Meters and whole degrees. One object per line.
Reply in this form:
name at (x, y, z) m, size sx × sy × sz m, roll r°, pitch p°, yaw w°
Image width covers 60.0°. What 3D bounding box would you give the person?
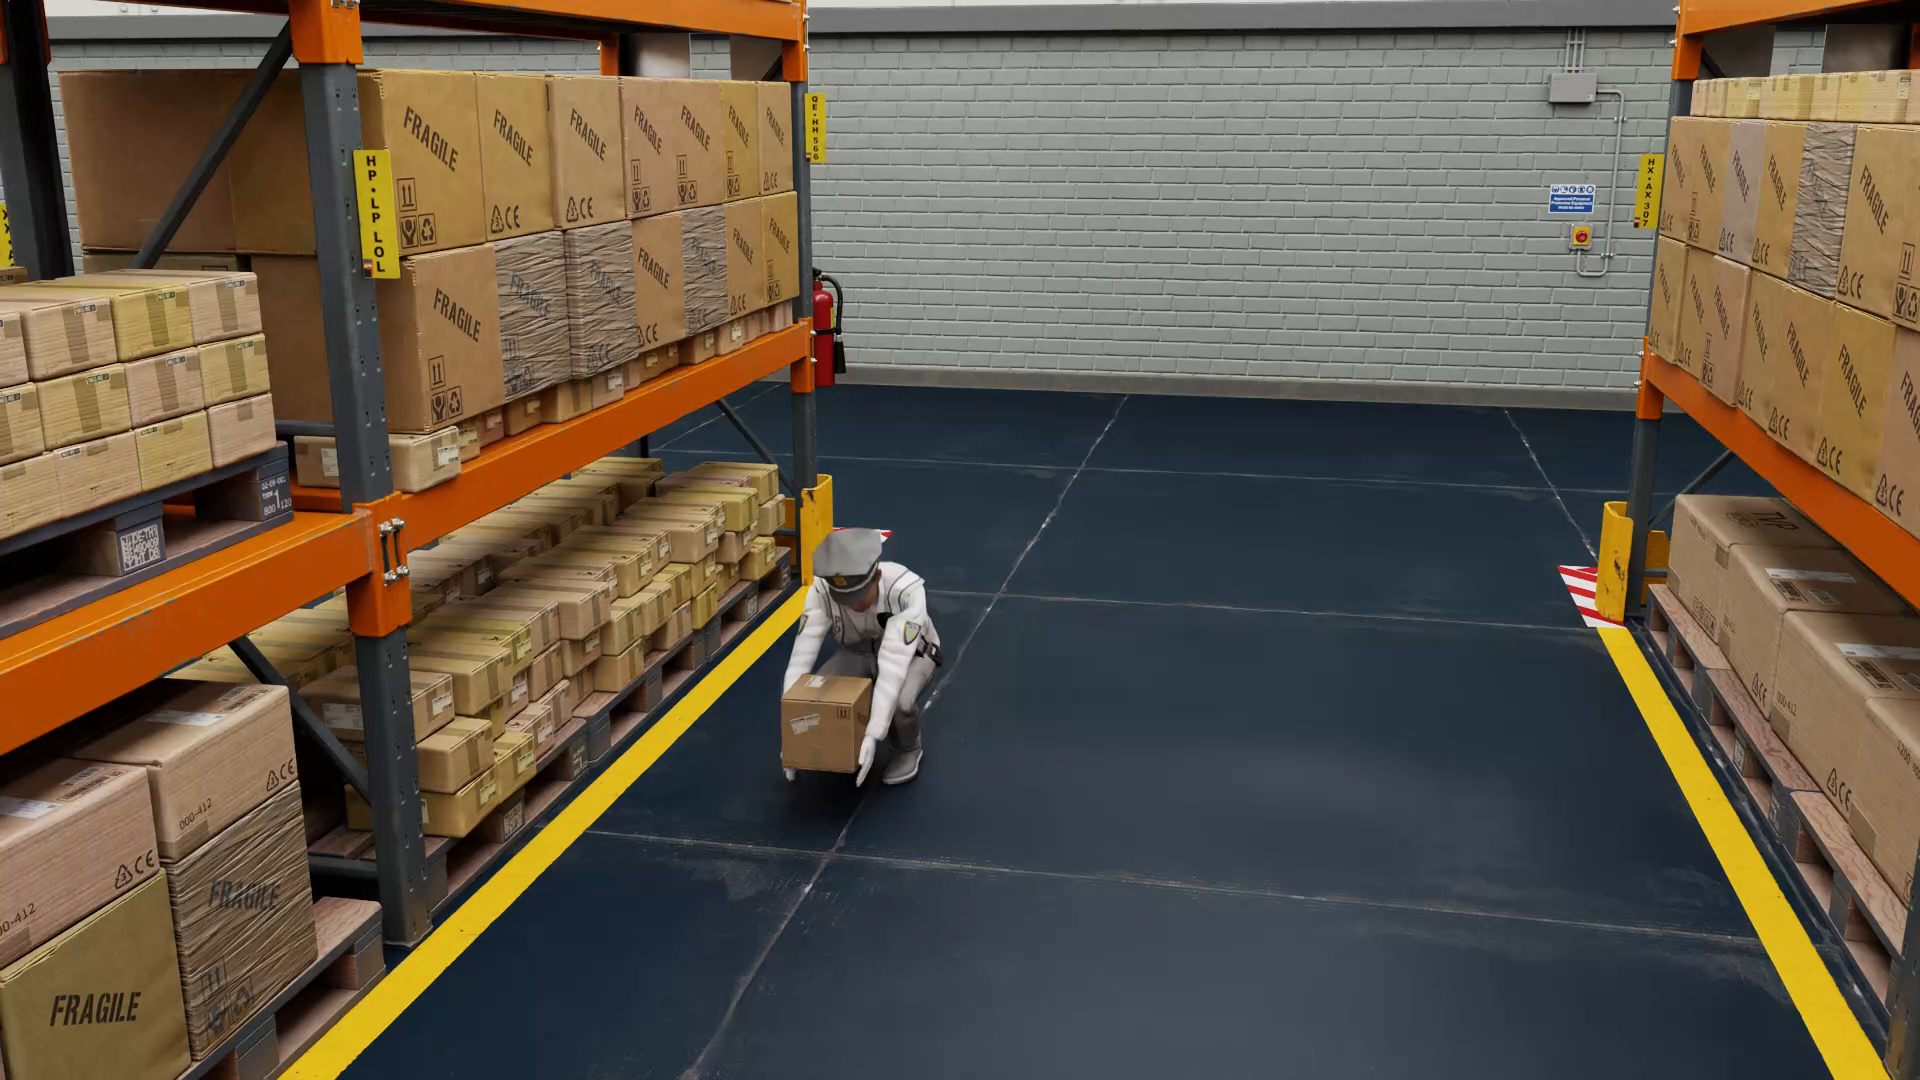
person at (-0.336, 0.397, 5.889) m, size 0.469 × 0.976 × 0.847 m, roll 5°, pitch 16°, yaw 20°
